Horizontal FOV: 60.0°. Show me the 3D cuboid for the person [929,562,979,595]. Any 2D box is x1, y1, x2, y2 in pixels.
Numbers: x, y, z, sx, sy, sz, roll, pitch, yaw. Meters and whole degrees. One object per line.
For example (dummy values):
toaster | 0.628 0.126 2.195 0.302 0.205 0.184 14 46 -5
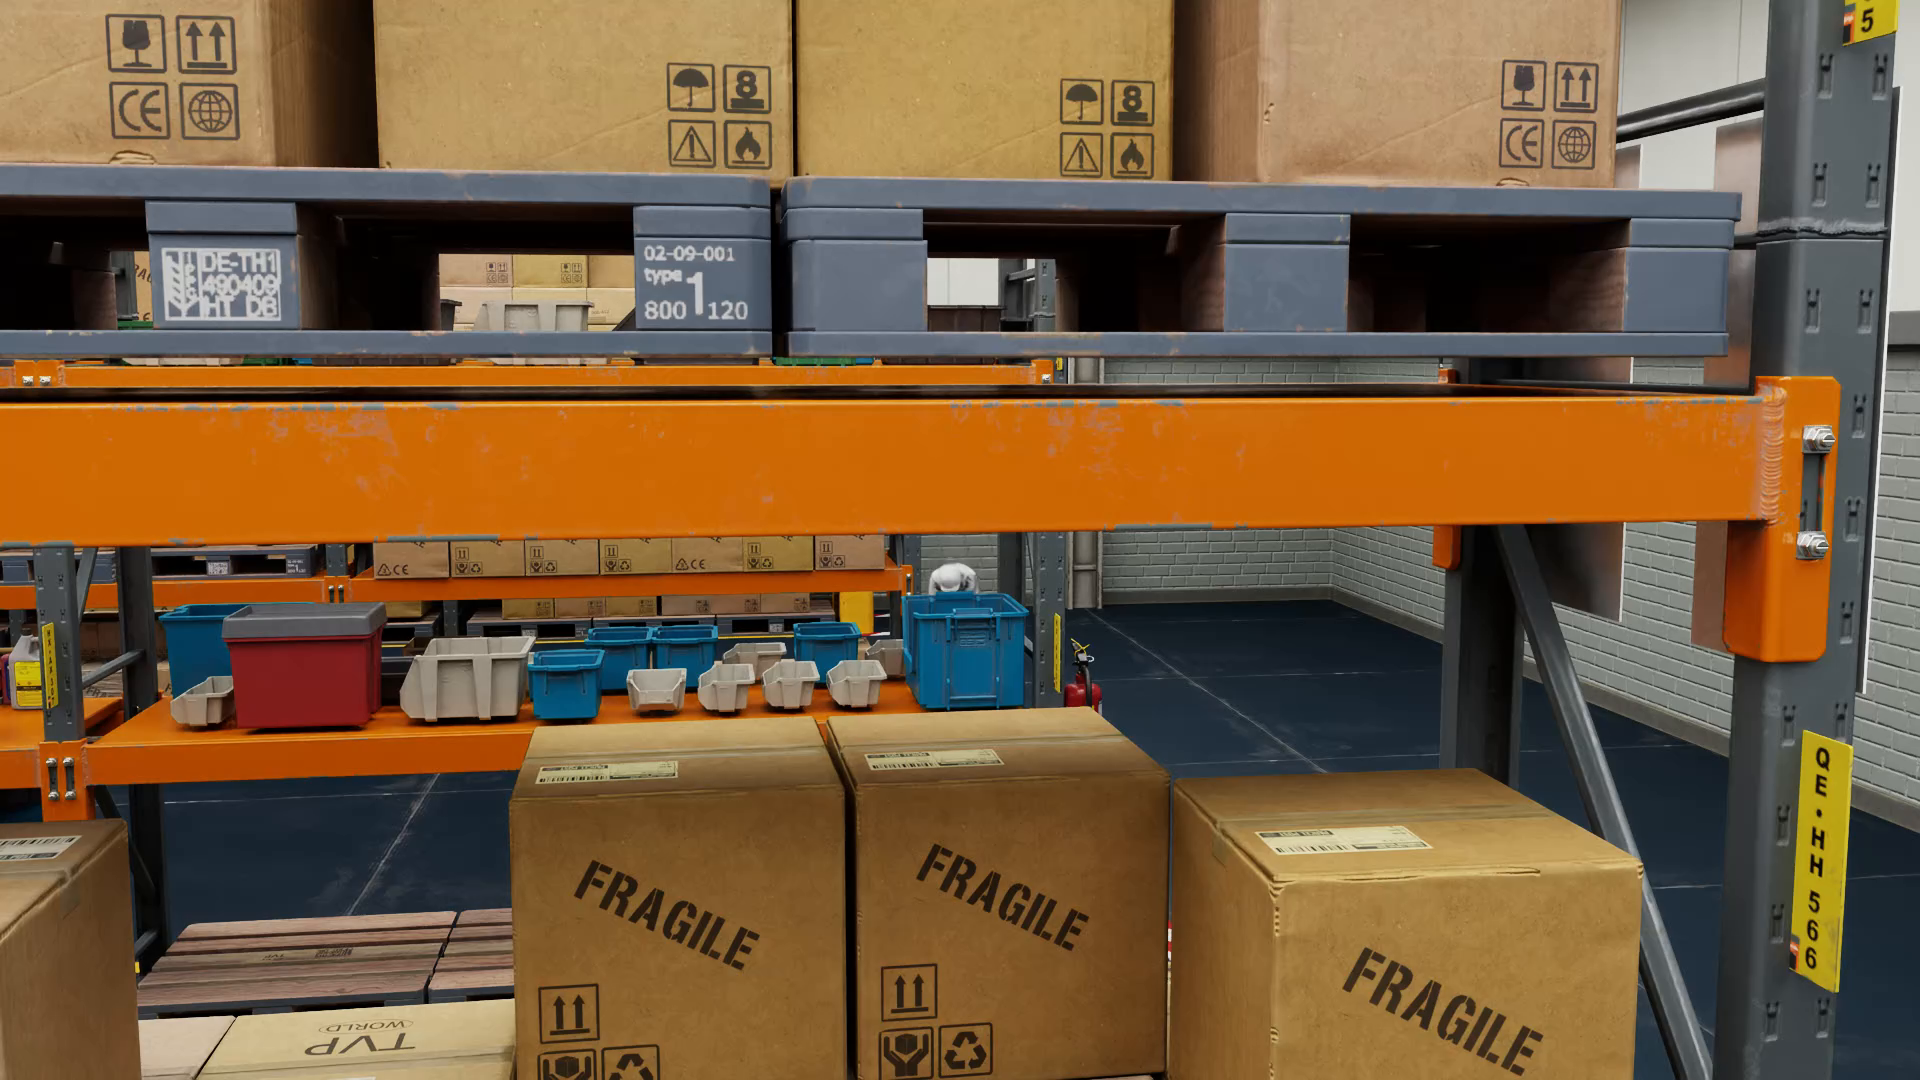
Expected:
person | -0.070 0.619 16.891 0.520 0.838 0.970 1 7 11
